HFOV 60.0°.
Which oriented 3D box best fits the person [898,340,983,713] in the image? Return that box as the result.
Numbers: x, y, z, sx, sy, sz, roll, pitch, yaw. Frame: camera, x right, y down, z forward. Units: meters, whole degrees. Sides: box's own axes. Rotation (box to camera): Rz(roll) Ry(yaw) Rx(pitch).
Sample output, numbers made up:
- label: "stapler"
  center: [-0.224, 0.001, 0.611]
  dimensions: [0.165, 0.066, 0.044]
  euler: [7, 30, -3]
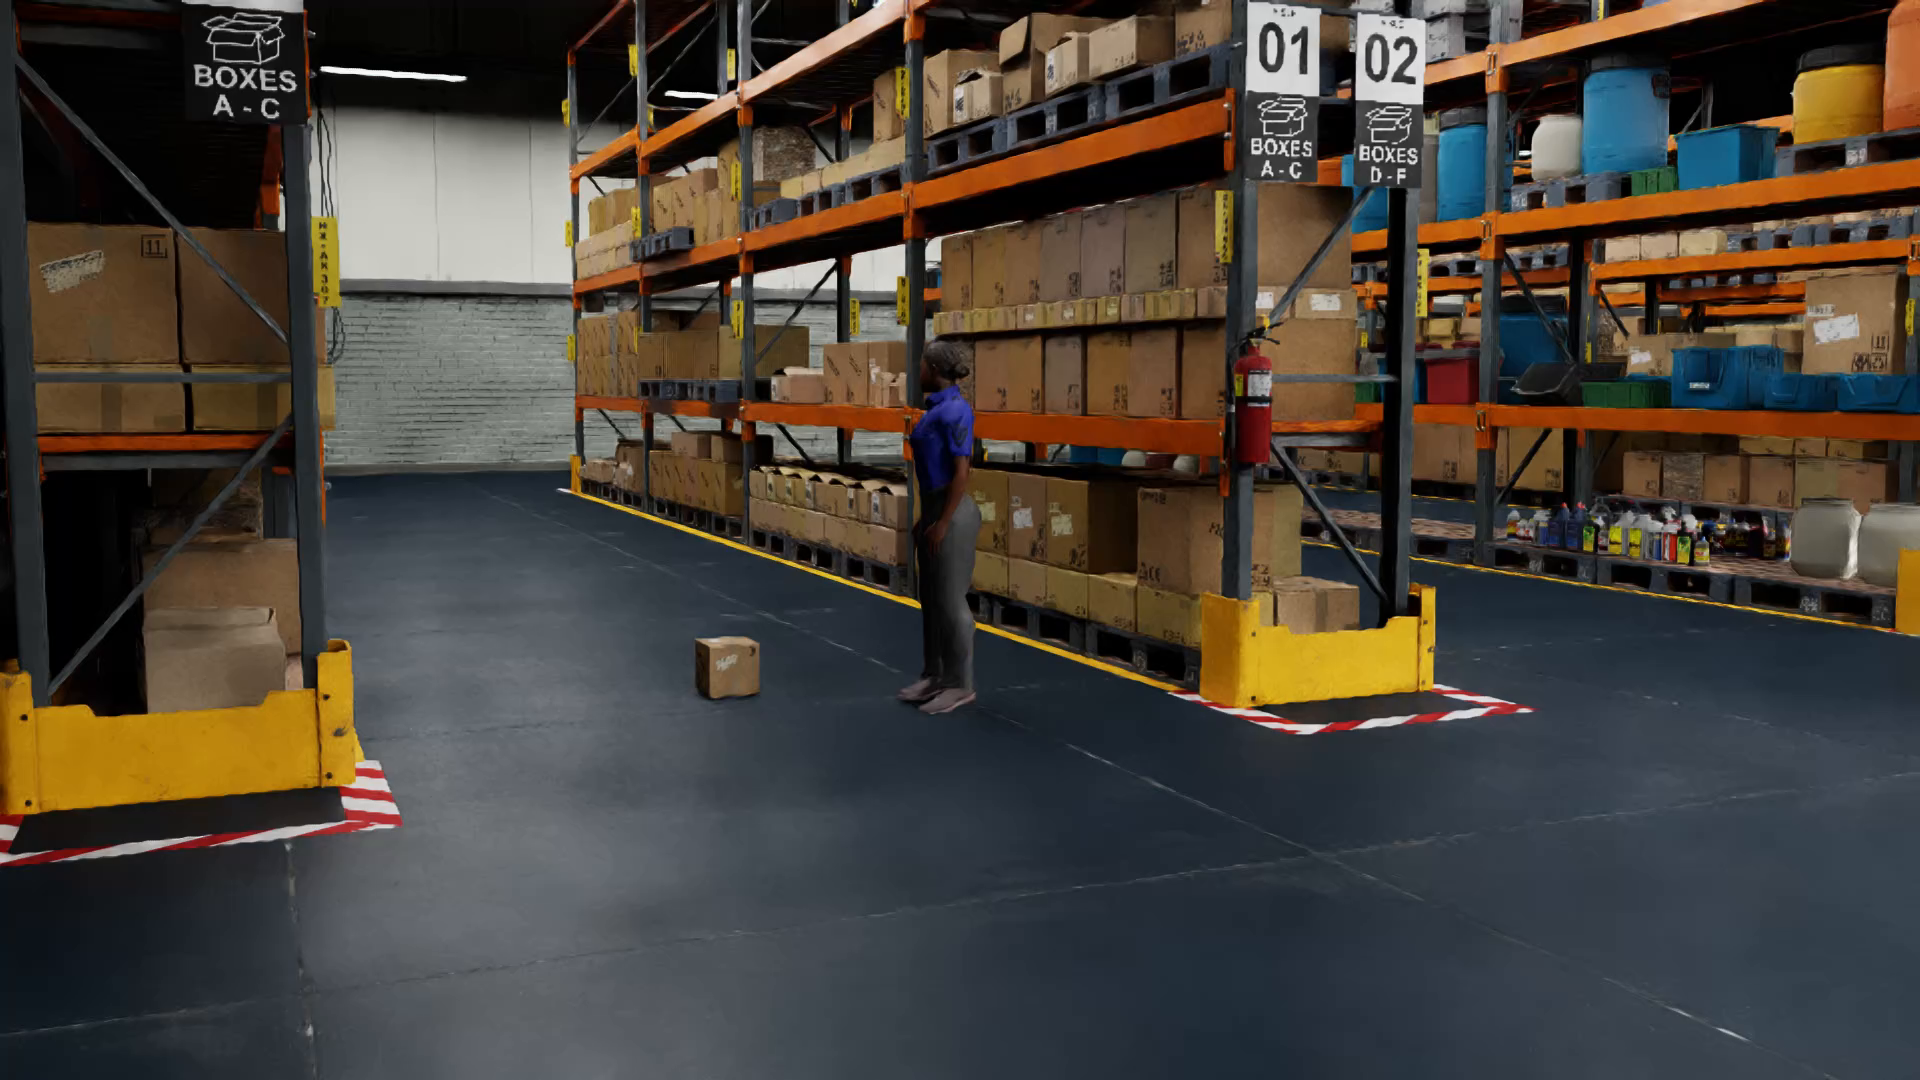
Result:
- label: "person"
  center: [-0.097, -0.066, 7.661]
  dimensions: [0.375, 1.700, 0.500]
  euler: [-1, 6, -12]
